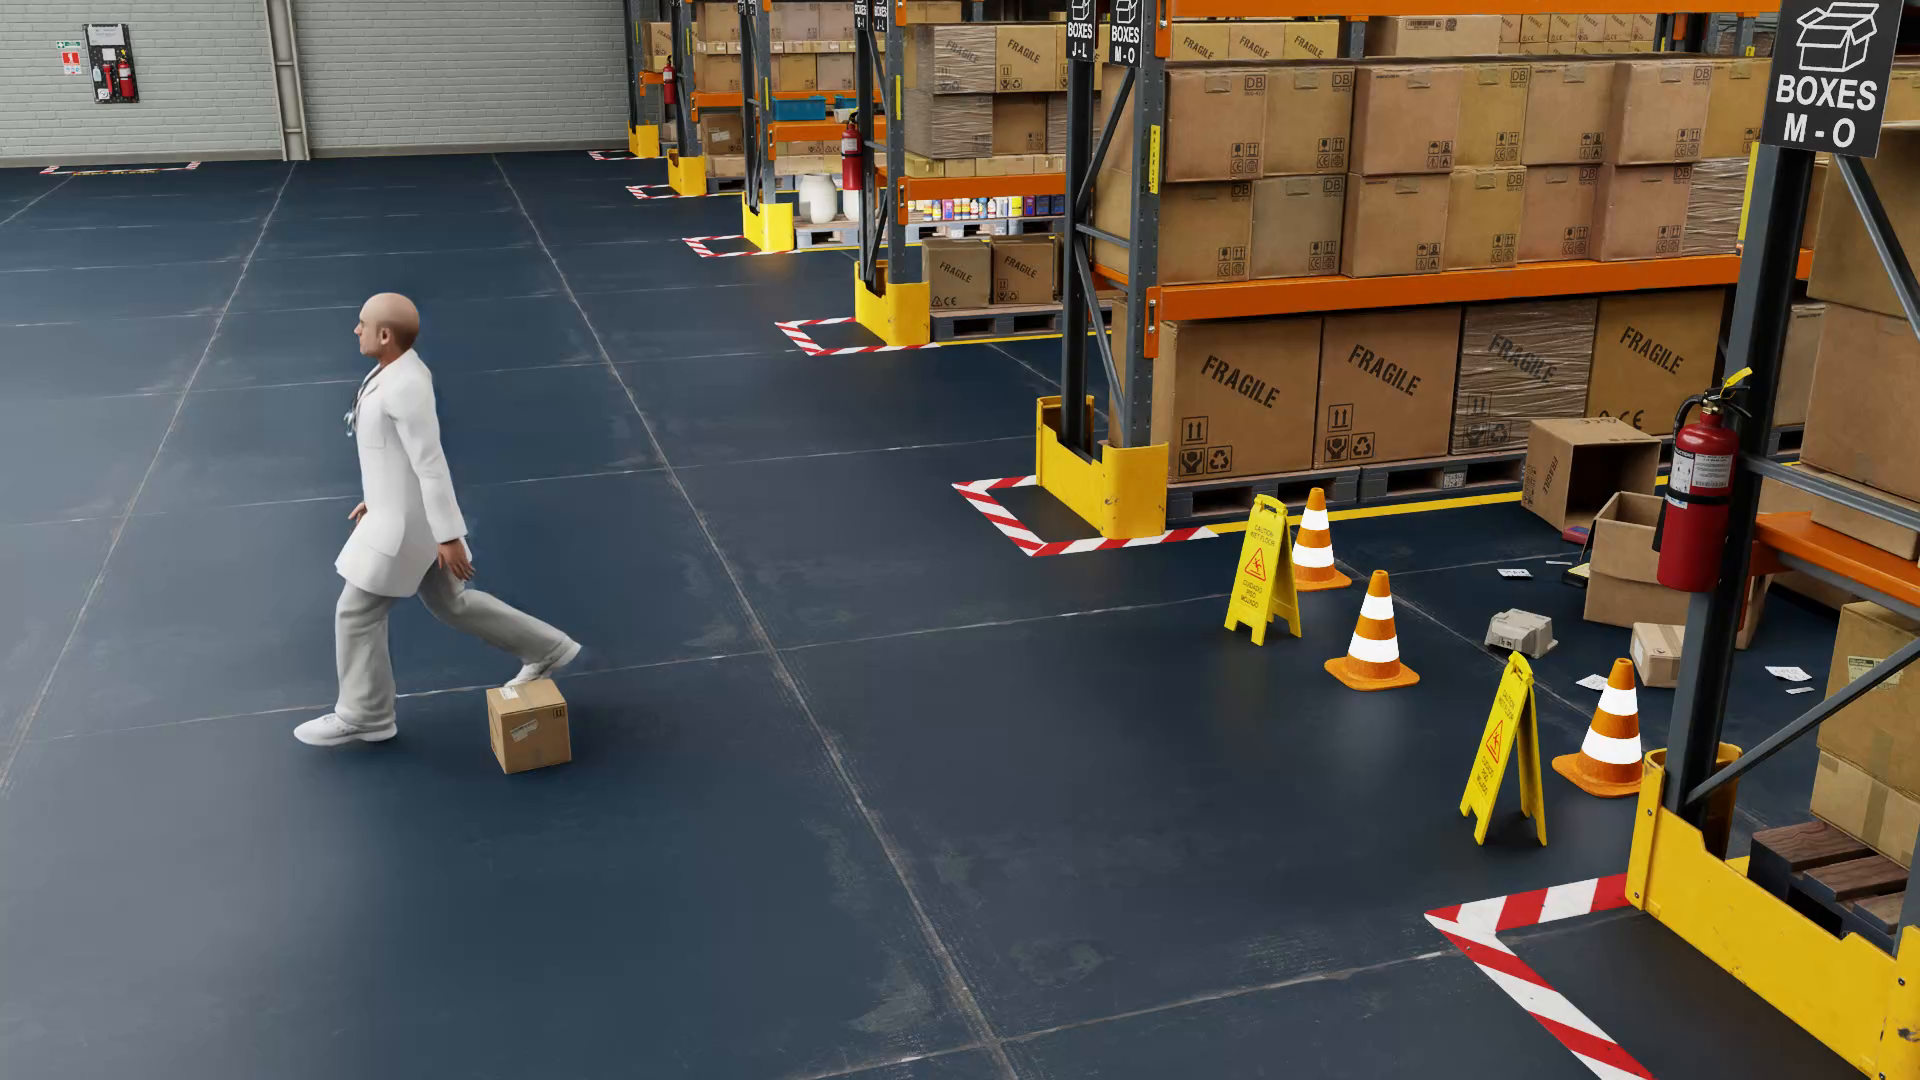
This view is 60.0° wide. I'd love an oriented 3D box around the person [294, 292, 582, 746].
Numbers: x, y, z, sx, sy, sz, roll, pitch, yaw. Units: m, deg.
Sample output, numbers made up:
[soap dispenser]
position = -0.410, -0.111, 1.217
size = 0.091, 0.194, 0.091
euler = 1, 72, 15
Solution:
[person]
position = -2.047, -0.086, 6.340
size = 1.096, 1.732, 0.619
euler = -4, 19, -12
